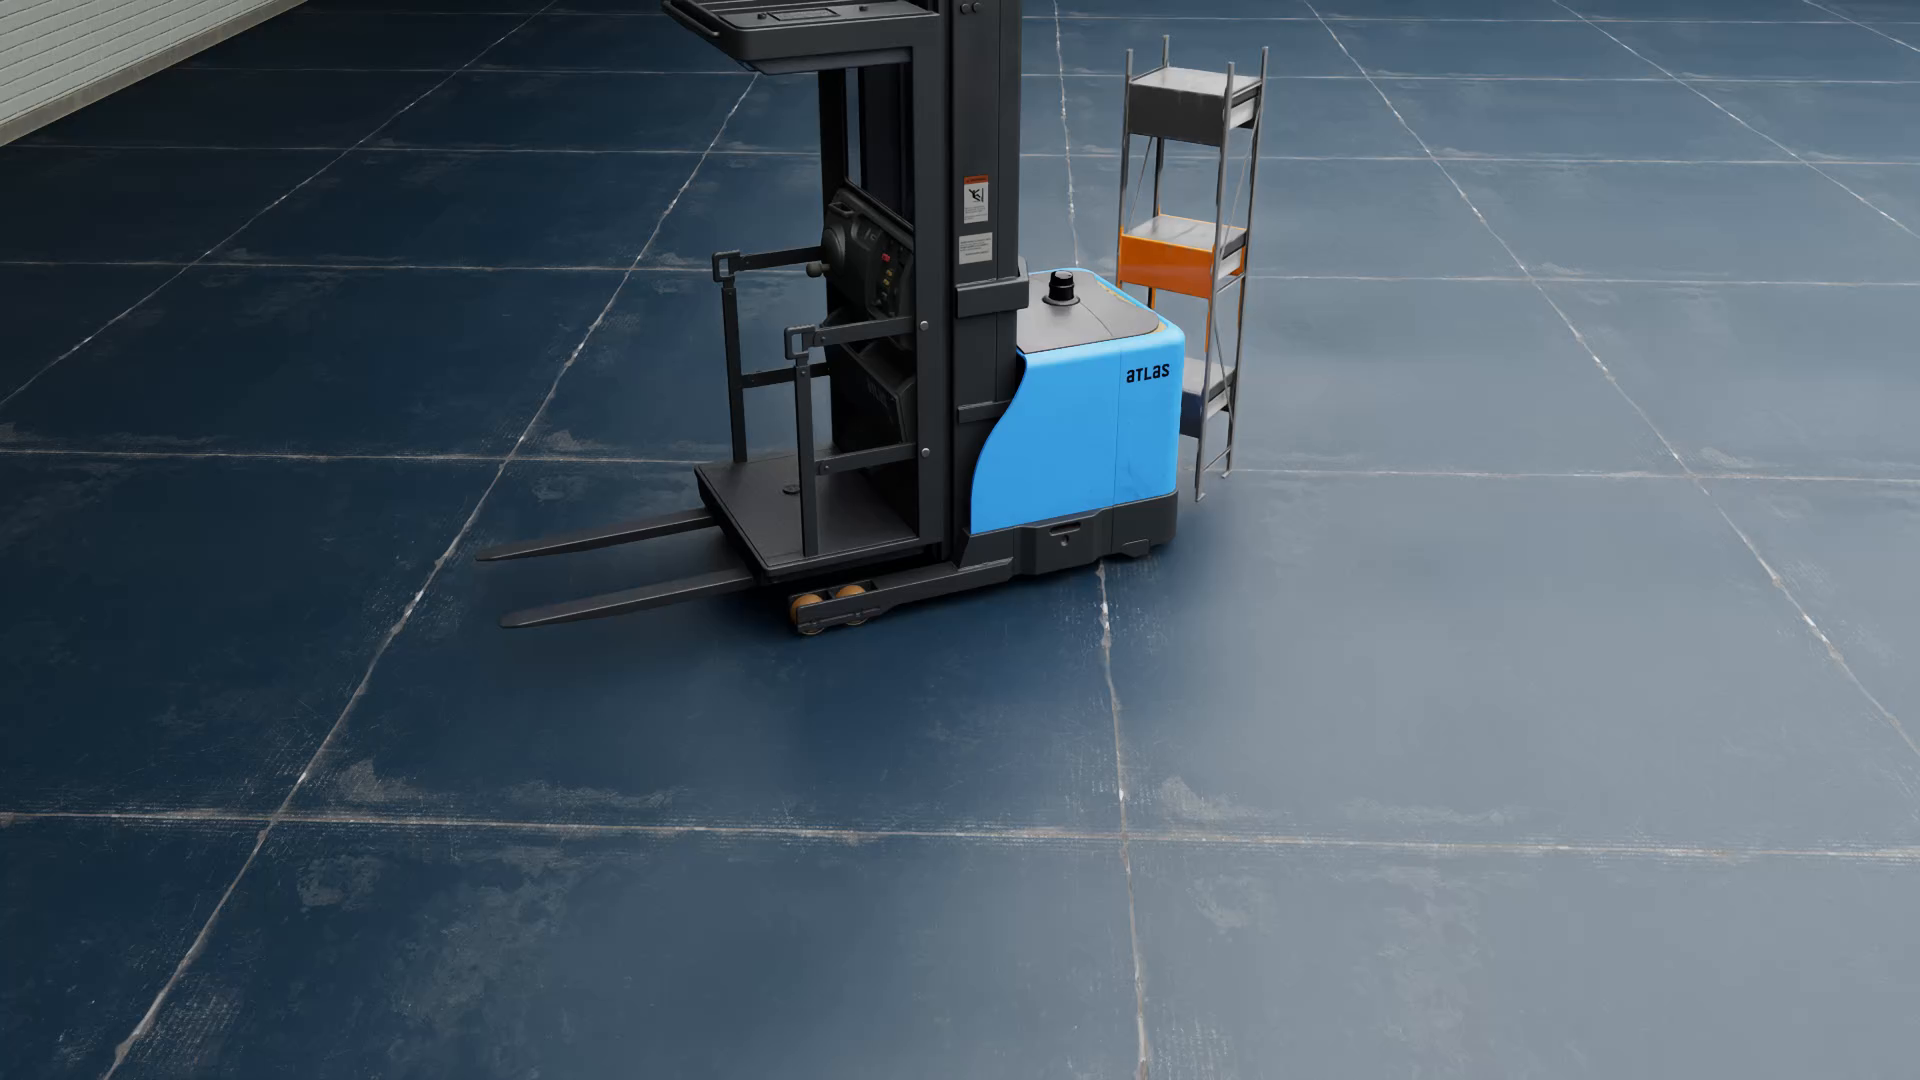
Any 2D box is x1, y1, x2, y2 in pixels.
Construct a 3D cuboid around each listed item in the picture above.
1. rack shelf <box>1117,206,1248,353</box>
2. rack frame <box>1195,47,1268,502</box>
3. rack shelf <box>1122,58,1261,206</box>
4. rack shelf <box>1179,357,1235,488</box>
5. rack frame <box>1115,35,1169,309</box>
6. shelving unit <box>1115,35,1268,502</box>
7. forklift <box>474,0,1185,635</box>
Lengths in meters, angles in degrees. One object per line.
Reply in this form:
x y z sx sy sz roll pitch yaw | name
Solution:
1.053 -1.241 7.876 0.480 0.518 0.431 17 32 28 | rack shelf
1.259 -1.191 7.755 0.015 2.100 0.400 17 32 28 | rack frame
1.054 -1.859 7.548 0.480 0.518 0.431 17 32 28 | rack shelf
1.052 -0.623 8.205 0.480 0.518 0.431 17 32 28 | rack shelf
0.847 -1.314 7.985 0.015 2.100 0.400 17 32 28 | rack frame
1.053 -1.253 7.870 0.503 2.100 0.431 17 32 28 | shelving unit
-0.572 -1.178 6.843 3.031 2.935 1.130 -12 30 -21 | forklift
